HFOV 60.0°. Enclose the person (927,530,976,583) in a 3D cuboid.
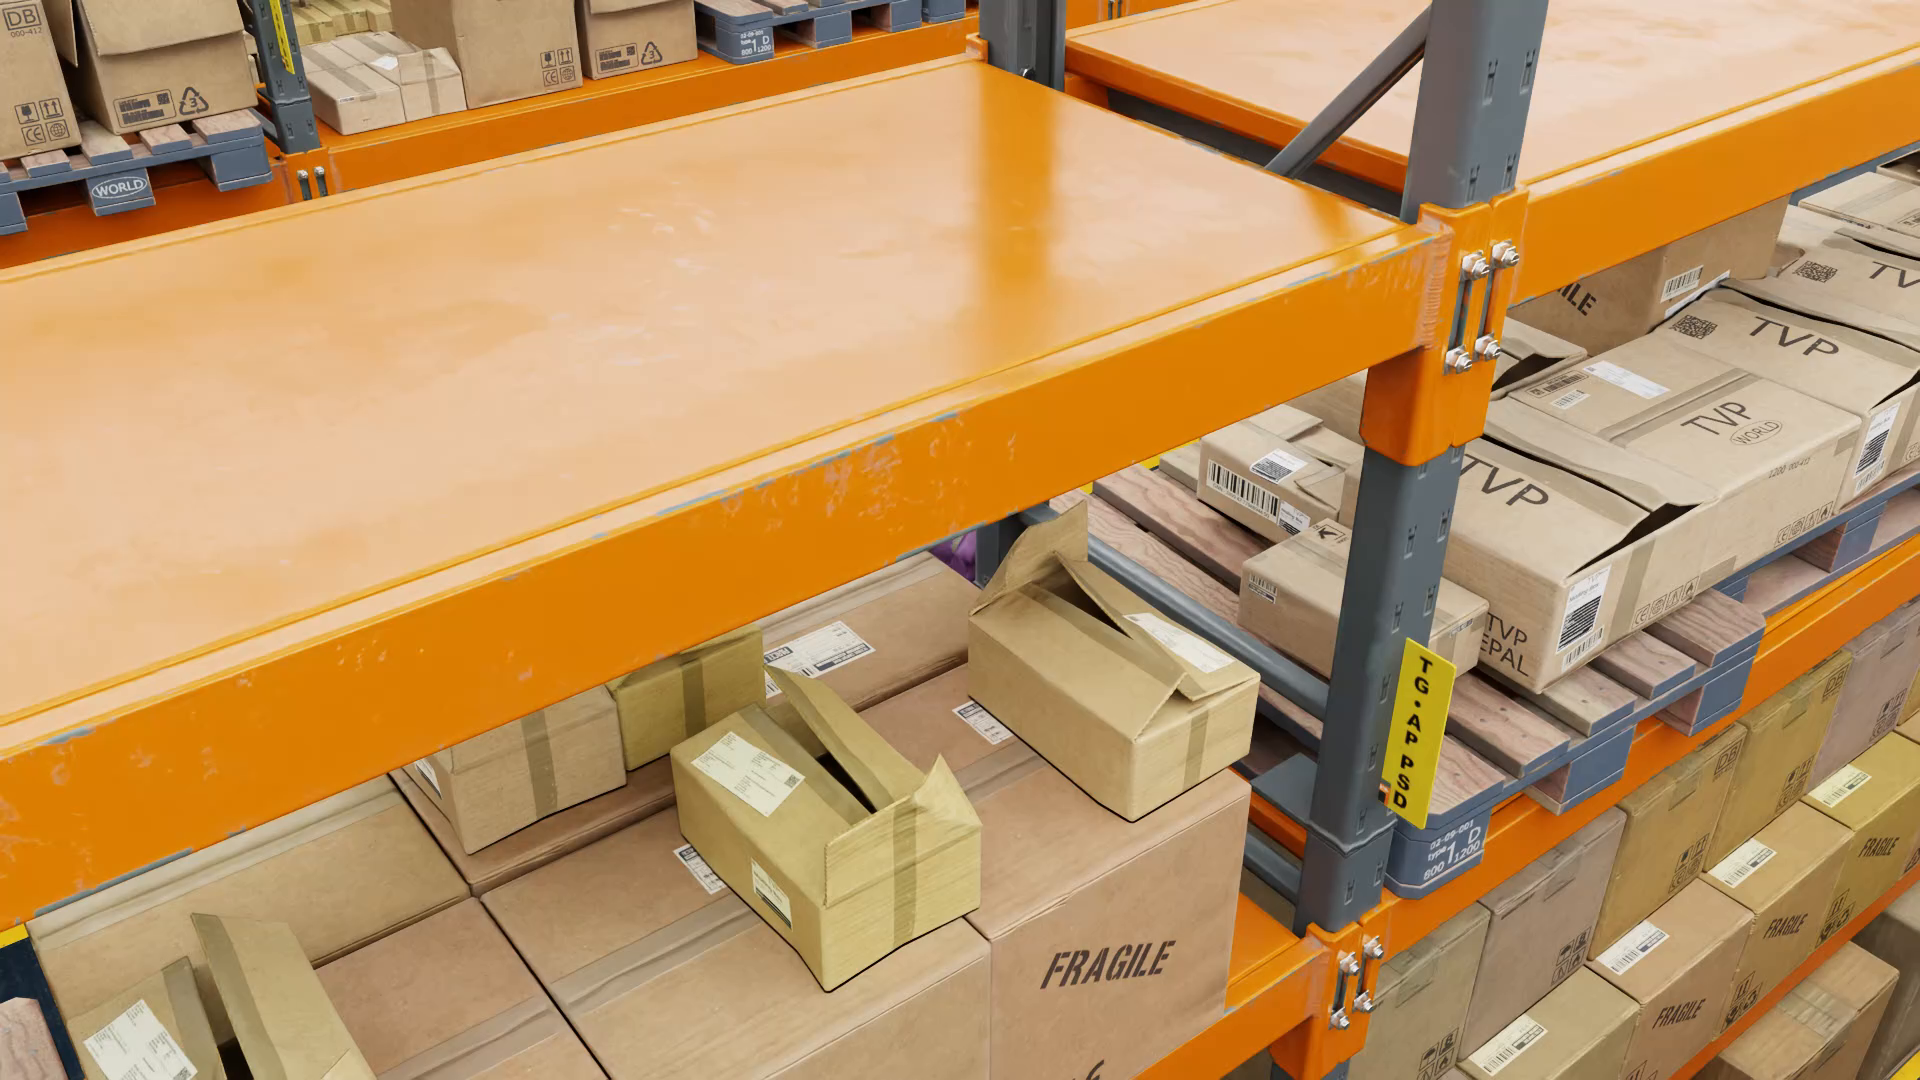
[{"bbox_3d":[-0.022,0.262,7.210,0.501,1.586,0.443,6,33,10],"label":"person"}]
